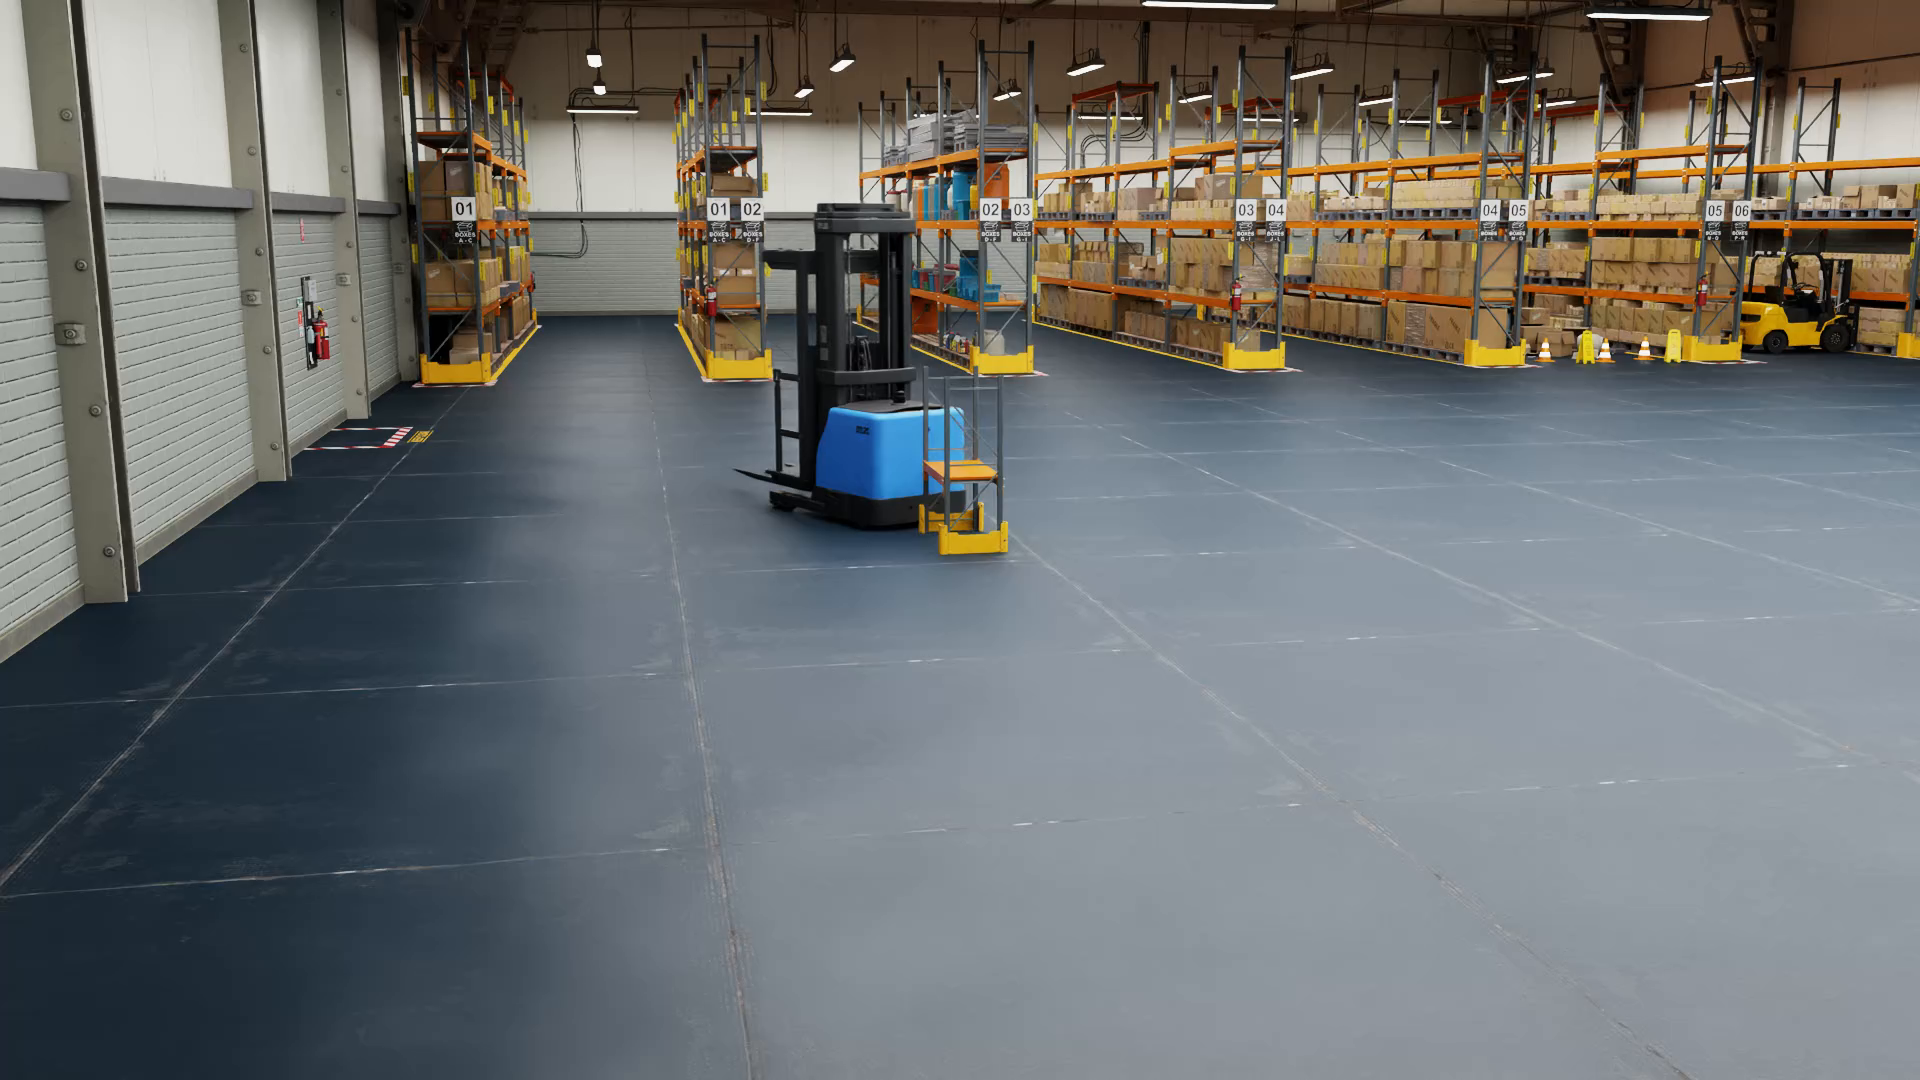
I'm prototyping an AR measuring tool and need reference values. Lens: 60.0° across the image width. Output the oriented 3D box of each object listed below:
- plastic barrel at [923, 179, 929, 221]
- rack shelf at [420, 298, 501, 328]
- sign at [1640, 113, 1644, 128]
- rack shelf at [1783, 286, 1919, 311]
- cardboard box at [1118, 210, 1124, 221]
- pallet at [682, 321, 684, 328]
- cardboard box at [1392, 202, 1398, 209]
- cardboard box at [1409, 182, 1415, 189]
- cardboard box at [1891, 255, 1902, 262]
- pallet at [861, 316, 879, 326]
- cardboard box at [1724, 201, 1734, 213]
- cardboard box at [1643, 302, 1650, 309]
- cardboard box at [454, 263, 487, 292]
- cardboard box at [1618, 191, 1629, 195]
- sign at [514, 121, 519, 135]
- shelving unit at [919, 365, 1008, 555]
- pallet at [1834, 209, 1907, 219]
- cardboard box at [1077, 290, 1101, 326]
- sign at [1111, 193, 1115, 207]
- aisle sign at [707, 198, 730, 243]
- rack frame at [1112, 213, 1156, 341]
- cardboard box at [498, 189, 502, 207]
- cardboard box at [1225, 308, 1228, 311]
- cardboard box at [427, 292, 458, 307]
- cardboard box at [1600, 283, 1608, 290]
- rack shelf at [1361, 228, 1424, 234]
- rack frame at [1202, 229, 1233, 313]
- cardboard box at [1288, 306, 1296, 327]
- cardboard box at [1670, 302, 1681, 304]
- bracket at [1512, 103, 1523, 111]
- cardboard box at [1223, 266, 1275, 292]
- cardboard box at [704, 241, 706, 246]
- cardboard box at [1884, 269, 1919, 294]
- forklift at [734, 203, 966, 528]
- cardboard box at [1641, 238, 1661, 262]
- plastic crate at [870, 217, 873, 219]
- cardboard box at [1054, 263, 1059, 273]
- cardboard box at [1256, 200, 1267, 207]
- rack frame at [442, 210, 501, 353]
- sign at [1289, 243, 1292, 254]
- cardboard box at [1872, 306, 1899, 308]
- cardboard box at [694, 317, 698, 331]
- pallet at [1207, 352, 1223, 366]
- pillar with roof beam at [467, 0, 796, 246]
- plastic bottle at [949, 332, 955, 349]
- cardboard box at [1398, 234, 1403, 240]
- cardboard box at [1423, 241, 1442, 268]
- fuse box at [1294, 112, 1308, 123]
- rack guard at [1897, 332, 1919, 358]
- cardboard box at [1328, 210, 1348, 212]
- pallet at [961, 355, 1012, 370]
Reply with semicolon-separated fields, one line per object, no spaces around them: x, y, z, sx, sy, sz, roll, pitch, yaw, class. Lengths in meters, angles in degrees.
-0.504;-7.391;36.143;0.600;0.901;0.708;-2;11;-11;plastic barrel
-9.267;-4.265;31.008;1.077;0.370;4.000;-2;11;-11;rack shelf
15.177;-9.348;37.031;0.100;0.325;0.005;-2;11;-11;sign
19.899;-5.347;36.693;1.077;0.370;4.000;-2;11;-11;rack shelf
3.985;-7.564;38.794;0.500;0.250;0.500;-2;11;-10;cardboard box
-6.960;-5.837;44.801;1.003;0.211;1.213;-2;11;-11;pallet
9.543;-7.214;35.836;0.380;0.149;0.250;-2;11;-12;cardboard box
9.692;-7.466;35.027;0.380;0.149;0.250;-2;11;-12;cardboard box
19.933;-5.950;35.137;0.380;0.149;0.250;-2;11;-11;cardboard box
-2.149;-6.024;45.783;1.003;0.211;1.213;-2;11;-11;pallet
15.583;-6.801;33.987;0.500;0.250;0.500;-2;11;-12;cardboard box
14.775;-4.992;35.393;0.380;0.149;0.250;-2;11;-9;cardboard box
-8.676;-4.655;29.473;0.500;0.500;0.500;-2;11;-11;cardboard box
18.164;-9.389;45.359;0.396;0.266;0.258;-2;11;-11;cardboard box
-10.682;-9.920;40.036;0.100;0.325;0.005;-2;11;-11;sign
0.015;-0.723;14.483;0.587;1.500;1.083;-2;11;-11;shelving unit
19.935;-7.119;36.290;1.003;0.211;1.213;-2;11;-11;pallet
3.683;-5.875;42.102;1.225;0.875;0.875;-3;11;-13;cardboard box
3.597;-8.007;39.127;0.100;0.325;0.005;-2;11;-11;sign
-4.294;-5.687;29.601;0.394;0.787;0.004;-2;11;-11;aisle sign
4.143;-6.260;39.562;1.000;3.000;0.127;-2;11;-11;rack frame
-10.834;-7.742;37.884;0.700;0.500;0.500;-2;11;-8;cardboard box
7.636;-6.497;46.514;0.380;0.149;0.250;-2;11;-8;cardboard box
-9.159;-4.267;29.439;0.500;0.250;0.500;-2;11;-10;cardboard box
14.488;-5.649;37.026;0.380;0.149;0.250;-2;11;-9;cardboard box
12.697;-8.841;47.023;1.077;0.370;4.000;-2;11;-11;rack shelf
7.472;-7.889;48.121;1.000;3.000;0.127;-2;11;-11;rack frame
8.546;-5.606;41.691;0.500;0.500;0.500;-2;11;-9;cardboard box
18.387;-6.180;42.968;0.380;0.149;0.250;-3;11;-14;cardboard box
17.268;-13.422;51.521;0.235;0.232;0.430;-2;11;-11;bracket
5.619;-5.089;32.351;0.875;0.500;0.500;-2;11;-11;cardboard box
-6.270;-7.365;42.429;0.500;0.500;0.500;-2;11;-13;cardboard box
19.934;-5.464;35.113;0.500;0.500;0.500;-2;11;-12;cardboard box
-1.215;-1.775;16.182;1.130;2.935;3.031;-8;13;-35;forklift
14.815;-6.108;35.027;0.700;0.500;0.500;-2;11;-12;cardboard box
-2.143;-8.544;43.860;0.437;0.282;0.530;-2;11;-11;plastic crate
2.819;-7.326;44.768;0.500;0.250;0.500;-2;11;-10;cardboard box
5.872;-6.447;31.859;0.380;0.149;0.250;-2;11;-11;cardboard box
-9.656;-4.986;32.868;1.000;3.000;0.127;-2;11;-11;rack frame
8.793;-7.745;44.267;0.100;0.325;0.005;-2;11;-11;sign
20.192;-4.959;36.286;0.500;0.250;0.500;-2;11;-11;cardboard box
-5.453;-4.640;35.785;0.500;0.311;0.500;-2;11;-12;cardboard box
5.561;-3.587;32.976;1.003;0.211;1.213;-2;11;-11;pallet
-9.140;-10.754;47.129;9.100;9.000;0.548;-2;11;-11;pillar with roof beam
-0.151;-4.063;33.928;0.144;0.351;0.185;-3;11;-13;plastic bottle
12.527;-8.494;46.626;0.380;0.149;0.250;-2;11;-12;cardboard box
10.146;-5.925;34.517;0.875;0.550;0.500;-2;11;-11;cardboard box
10.945;-13.625;53.658;0.513;0.334;0.176;-2;11;-11;fuse box
20.292;-4.102;34.909;1.175;0.500;0.348;-2;11;-11;rack guard
9.178;-8.059;40.723;0.500;0.500;0.500;-2;11;-11;cardboard box
0.627;-3.404;32.015;1.003;0.211;1.213;-2;11;-11;pallet
